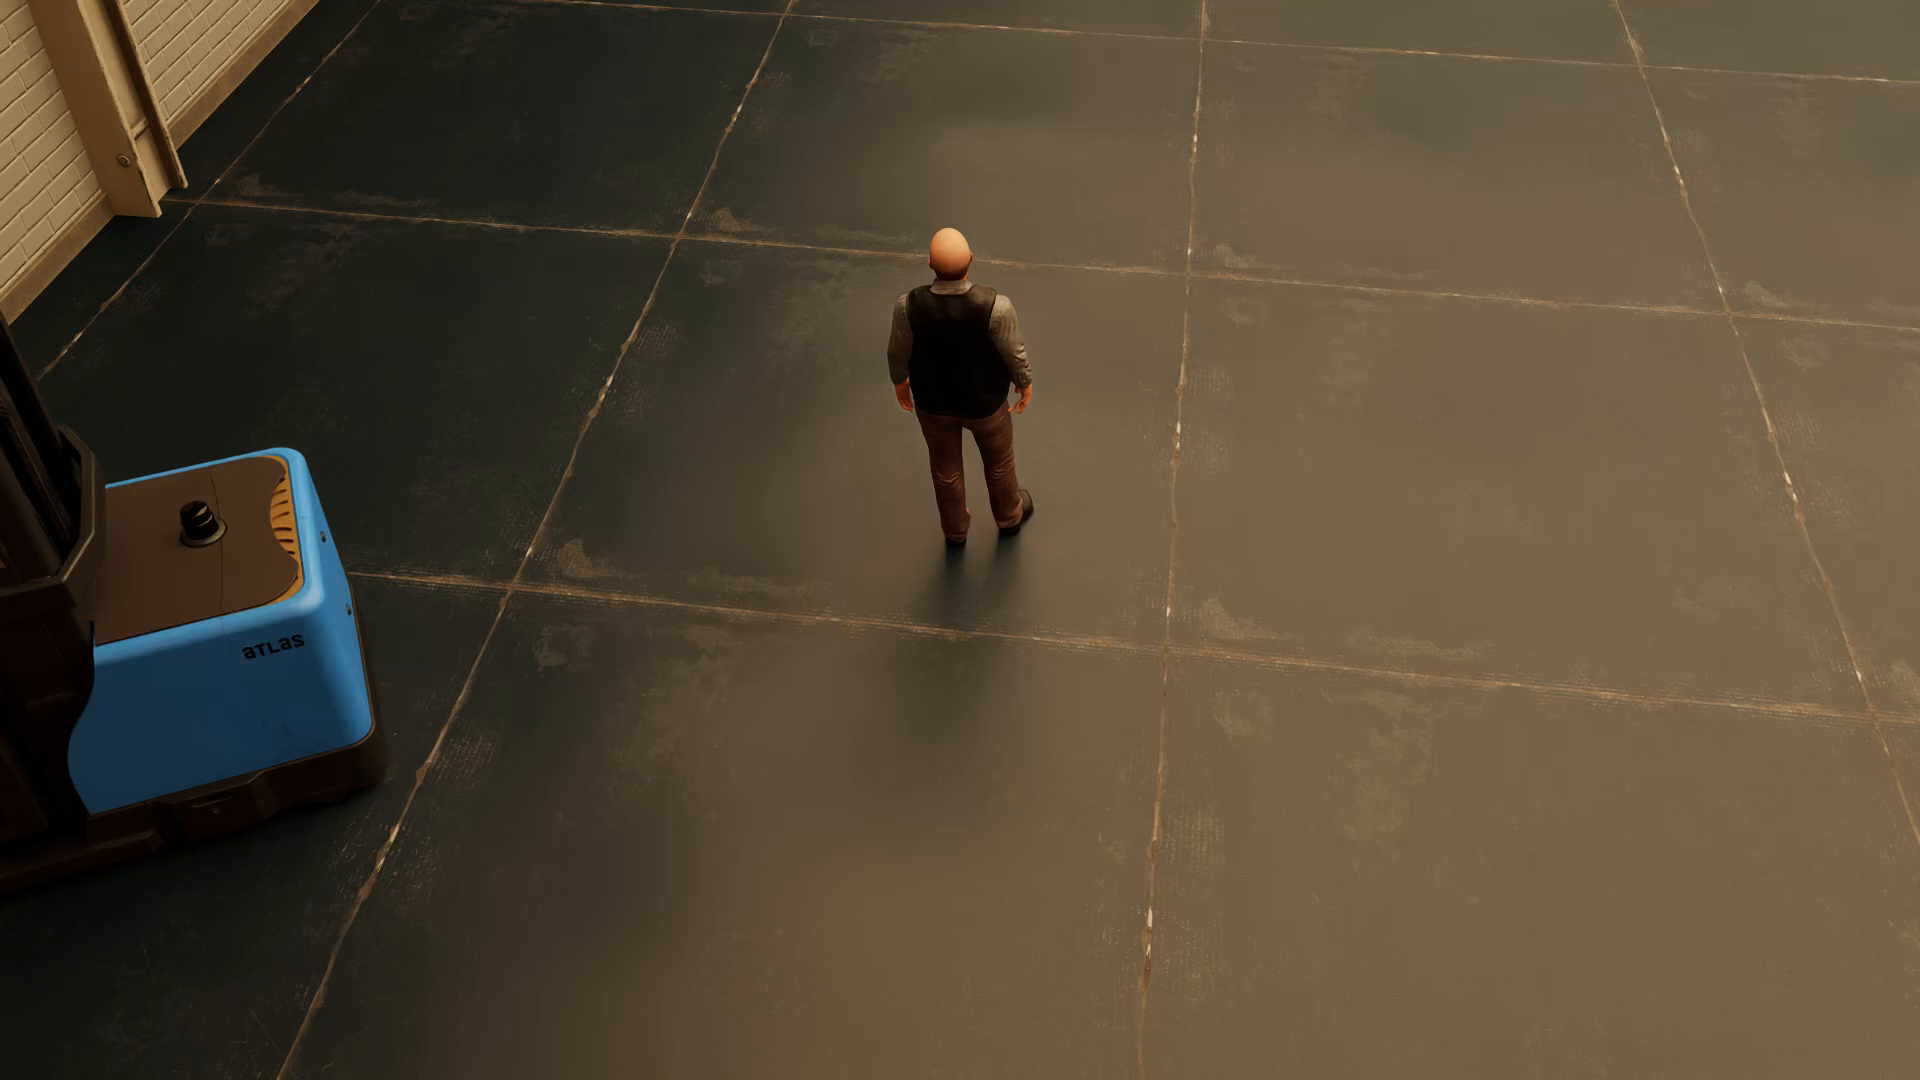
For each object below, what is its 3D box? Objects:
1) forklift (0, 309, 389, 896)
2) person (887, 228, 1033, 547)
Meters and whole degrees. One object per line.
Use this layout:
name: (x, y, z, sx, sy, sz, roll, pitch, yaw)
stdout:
forklift: (-3.901, -0.020, 5.746, 3.031, 2.935, 1.130, -15, 45, -15)
person: (0.016, -0.681, 7.349, 0.633, 1.722, 0.566, 5, 43, 6)
